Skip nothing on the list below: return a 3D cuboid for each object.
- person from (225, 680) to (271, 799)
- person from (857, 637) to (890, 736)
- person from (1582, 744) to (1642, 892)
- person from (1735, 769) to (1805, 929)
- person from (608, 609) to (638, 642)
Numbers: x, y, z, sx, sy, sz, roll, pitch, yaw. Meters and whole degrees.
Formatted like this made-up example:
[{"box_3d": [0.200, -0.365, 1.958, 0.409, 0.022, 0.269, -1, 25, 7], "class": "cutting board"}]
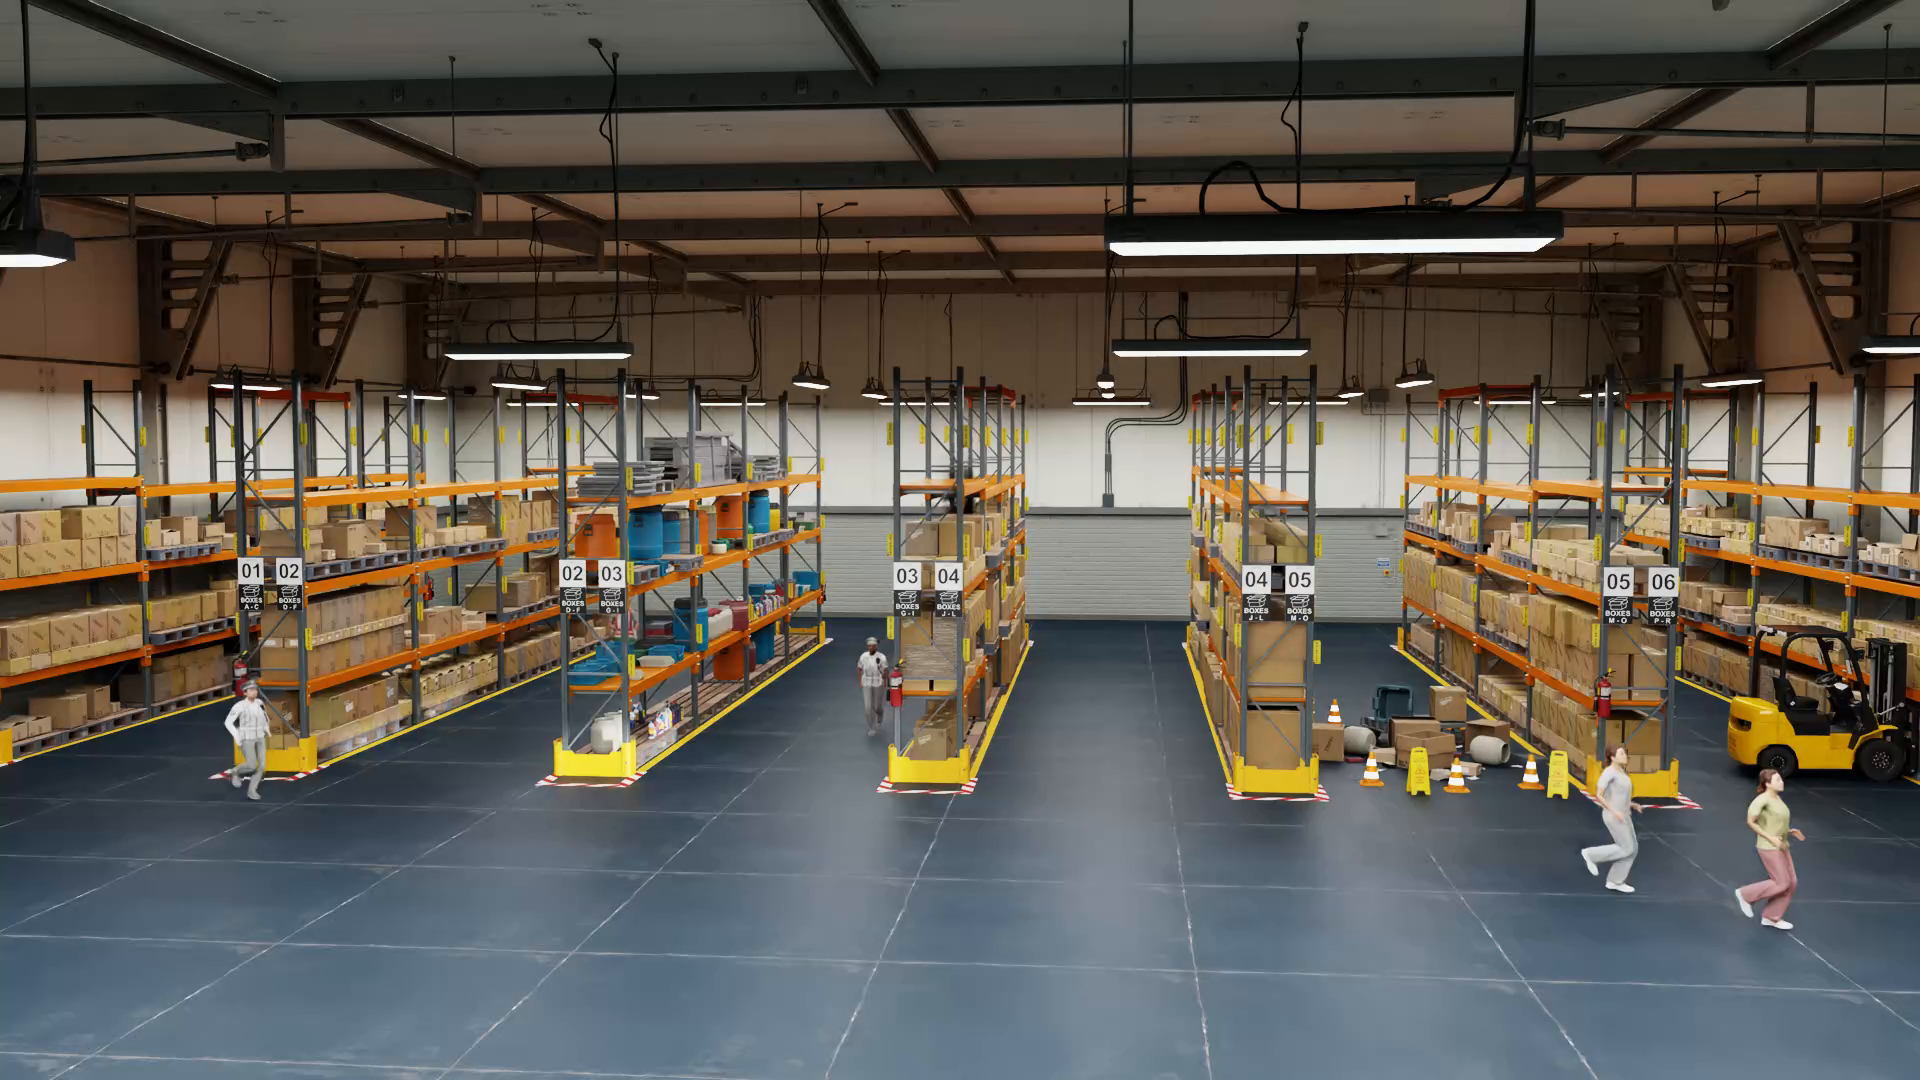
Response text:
[{"box_3d": [-9.844, 2.755, 23.066, 0.558, 1.657, 0.628, 3, 4, 36], "class": "person"}, {"box_3d": [-1.462, 2.442, 28.057, 0.557, 1.656, 0.697, 0, 4, 3], "class": "person"}, {"box_3d": [7.210, 3.053, 18.378, 0.573, 1.626, 0.565, 3, 5, 42], "class": "person"}, {"box_3d": [8.262, 3.146, 16.976, 0.578, 1.593, 0.569, -3, 5, -42], "class": "person"}, {"box_3d": [-6.892, 2.007, 34.122, 0.649, 1.740, 0.601, 0, 4, -6], "class": "person"}]
